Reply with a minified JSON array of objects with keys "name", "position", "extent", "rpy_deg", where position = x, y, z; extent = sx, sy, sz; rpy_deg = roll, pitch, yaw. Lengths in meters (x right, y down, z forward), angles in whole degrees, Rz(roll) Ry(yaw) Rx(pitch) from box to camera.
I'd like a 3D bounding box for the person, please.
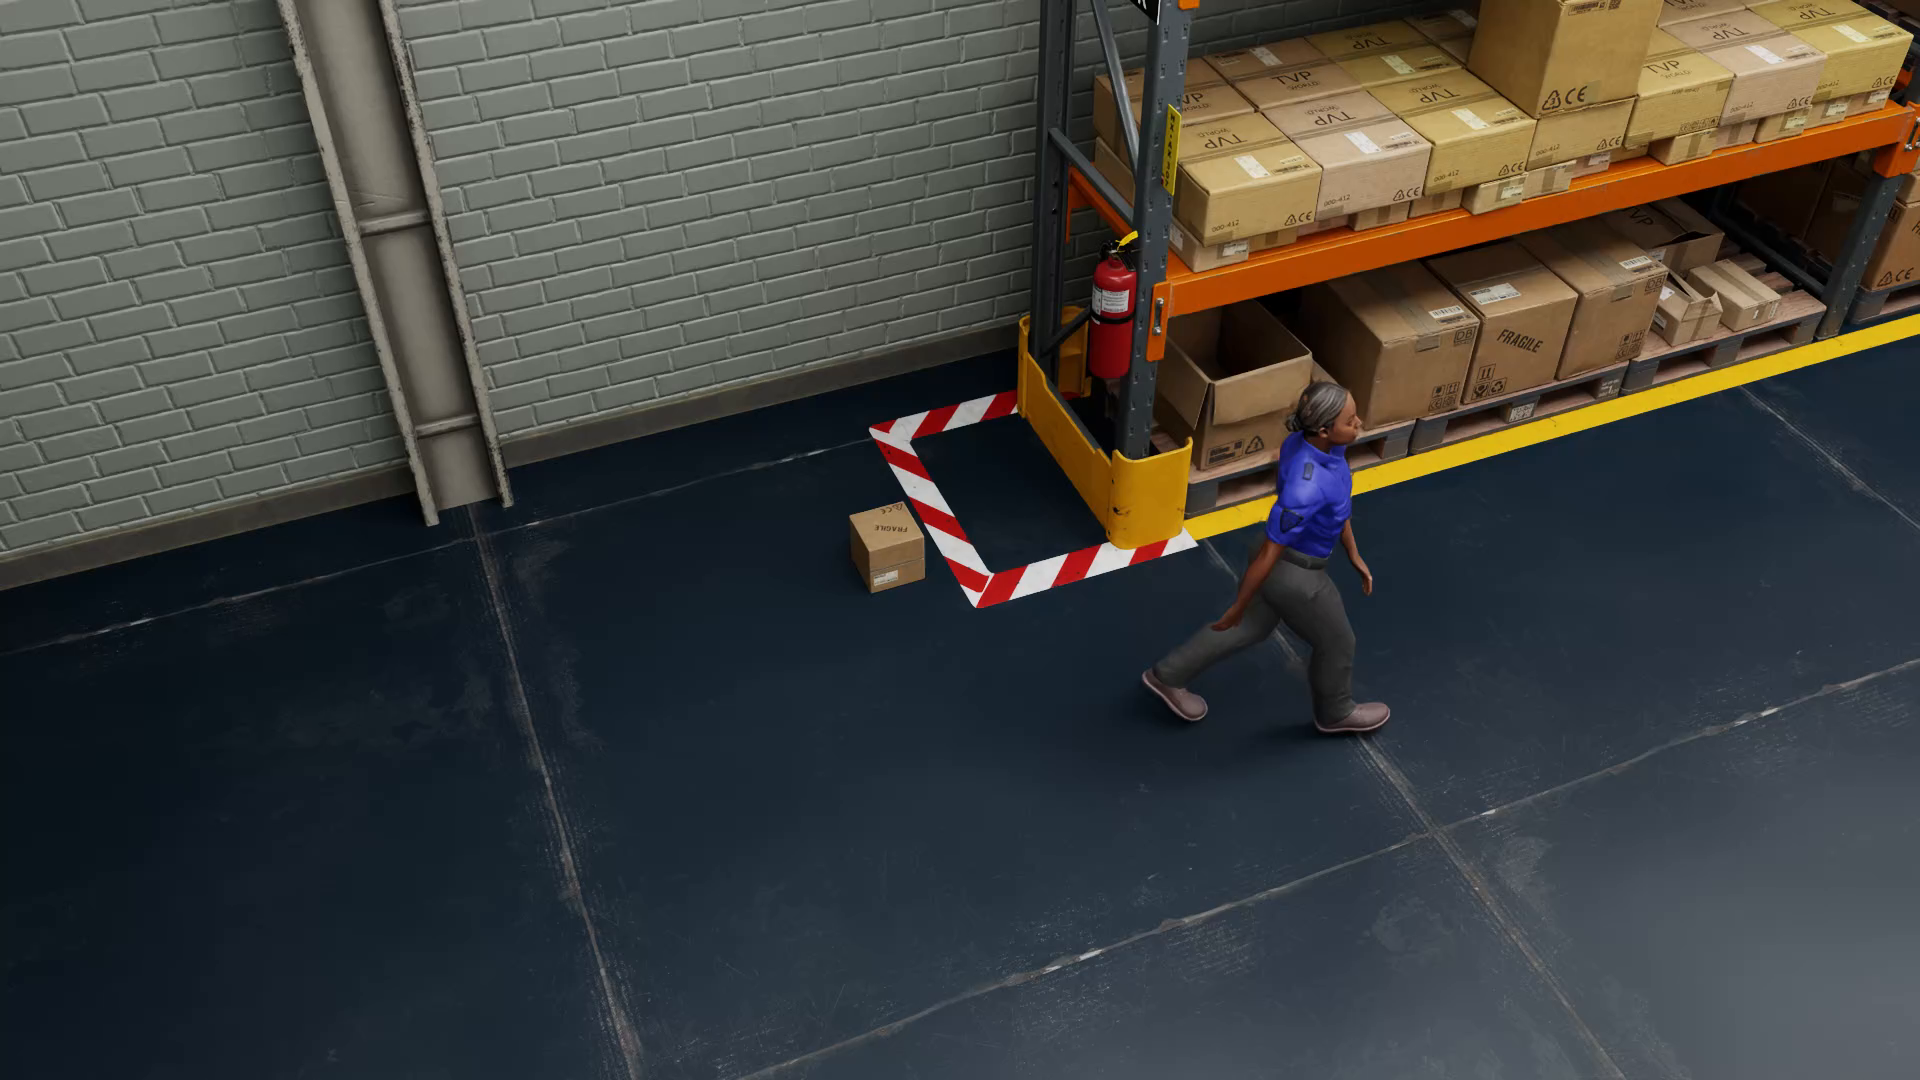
[{"name":"person","position":[1.199,0.108,6.063],"extent":[0.981,1.585,0.482],"rpy_deg":[3,42,3]}]
